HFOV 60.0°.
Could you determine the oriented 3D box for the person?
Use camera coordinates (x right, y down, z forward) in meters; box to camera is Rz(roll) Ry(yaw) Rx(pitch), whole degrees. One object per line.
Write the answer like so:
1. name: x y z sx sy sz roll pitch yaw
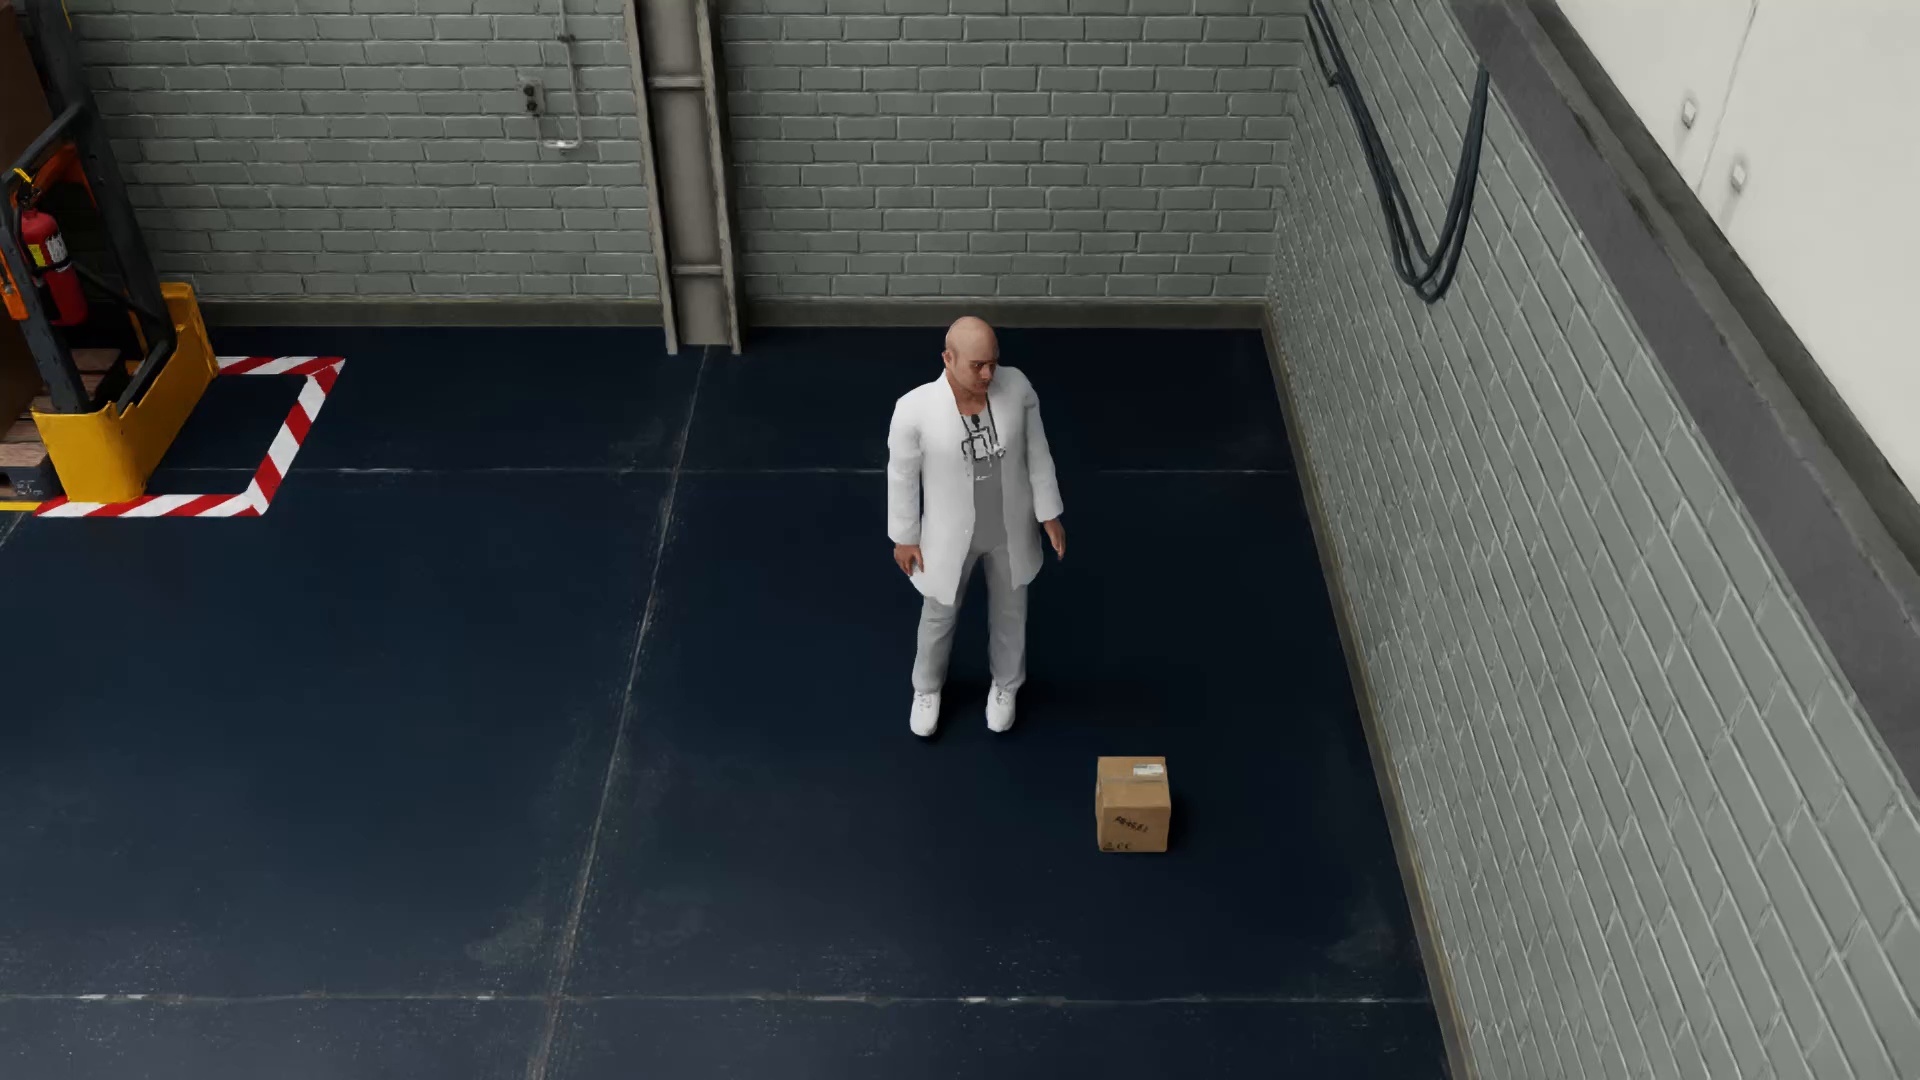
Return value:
1. person: 0.064 -0.029 6.164 0.647 1.785 0.432 -11 40 -14
